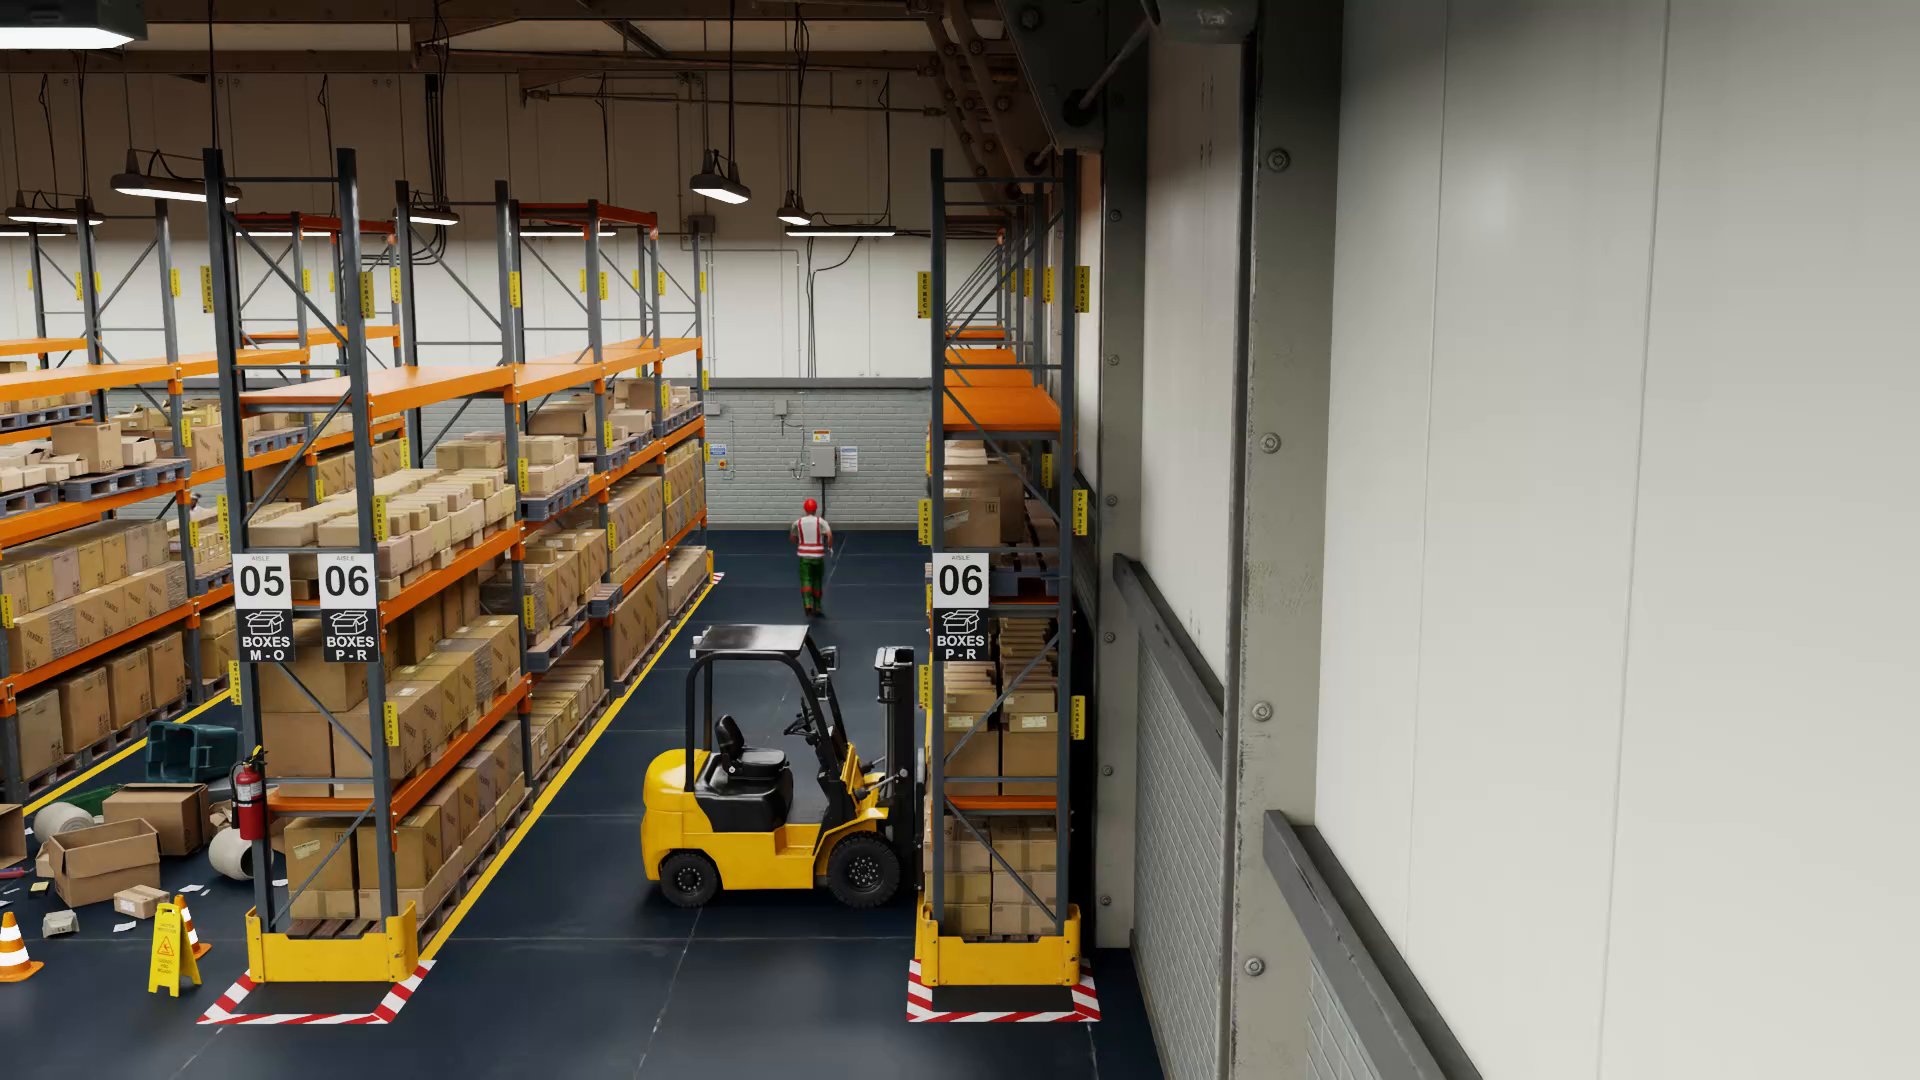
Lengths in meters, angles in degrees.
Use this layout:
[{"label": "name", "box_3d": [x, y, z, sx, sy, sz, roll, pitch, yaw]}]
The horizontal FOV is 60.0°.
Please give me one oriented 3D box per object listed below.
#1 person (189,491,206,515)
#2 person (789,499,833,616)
[{"label": "person", "box_3d": [-12.478, 0.025, 27.117, 0.569, 1.661, 0.554, 0, 9, -3]}, {"label": "person", "box_3d": [-2.240, 0.274, 25.069, 0.665, 1.803, 0.927, -1, 9, -4]}]
